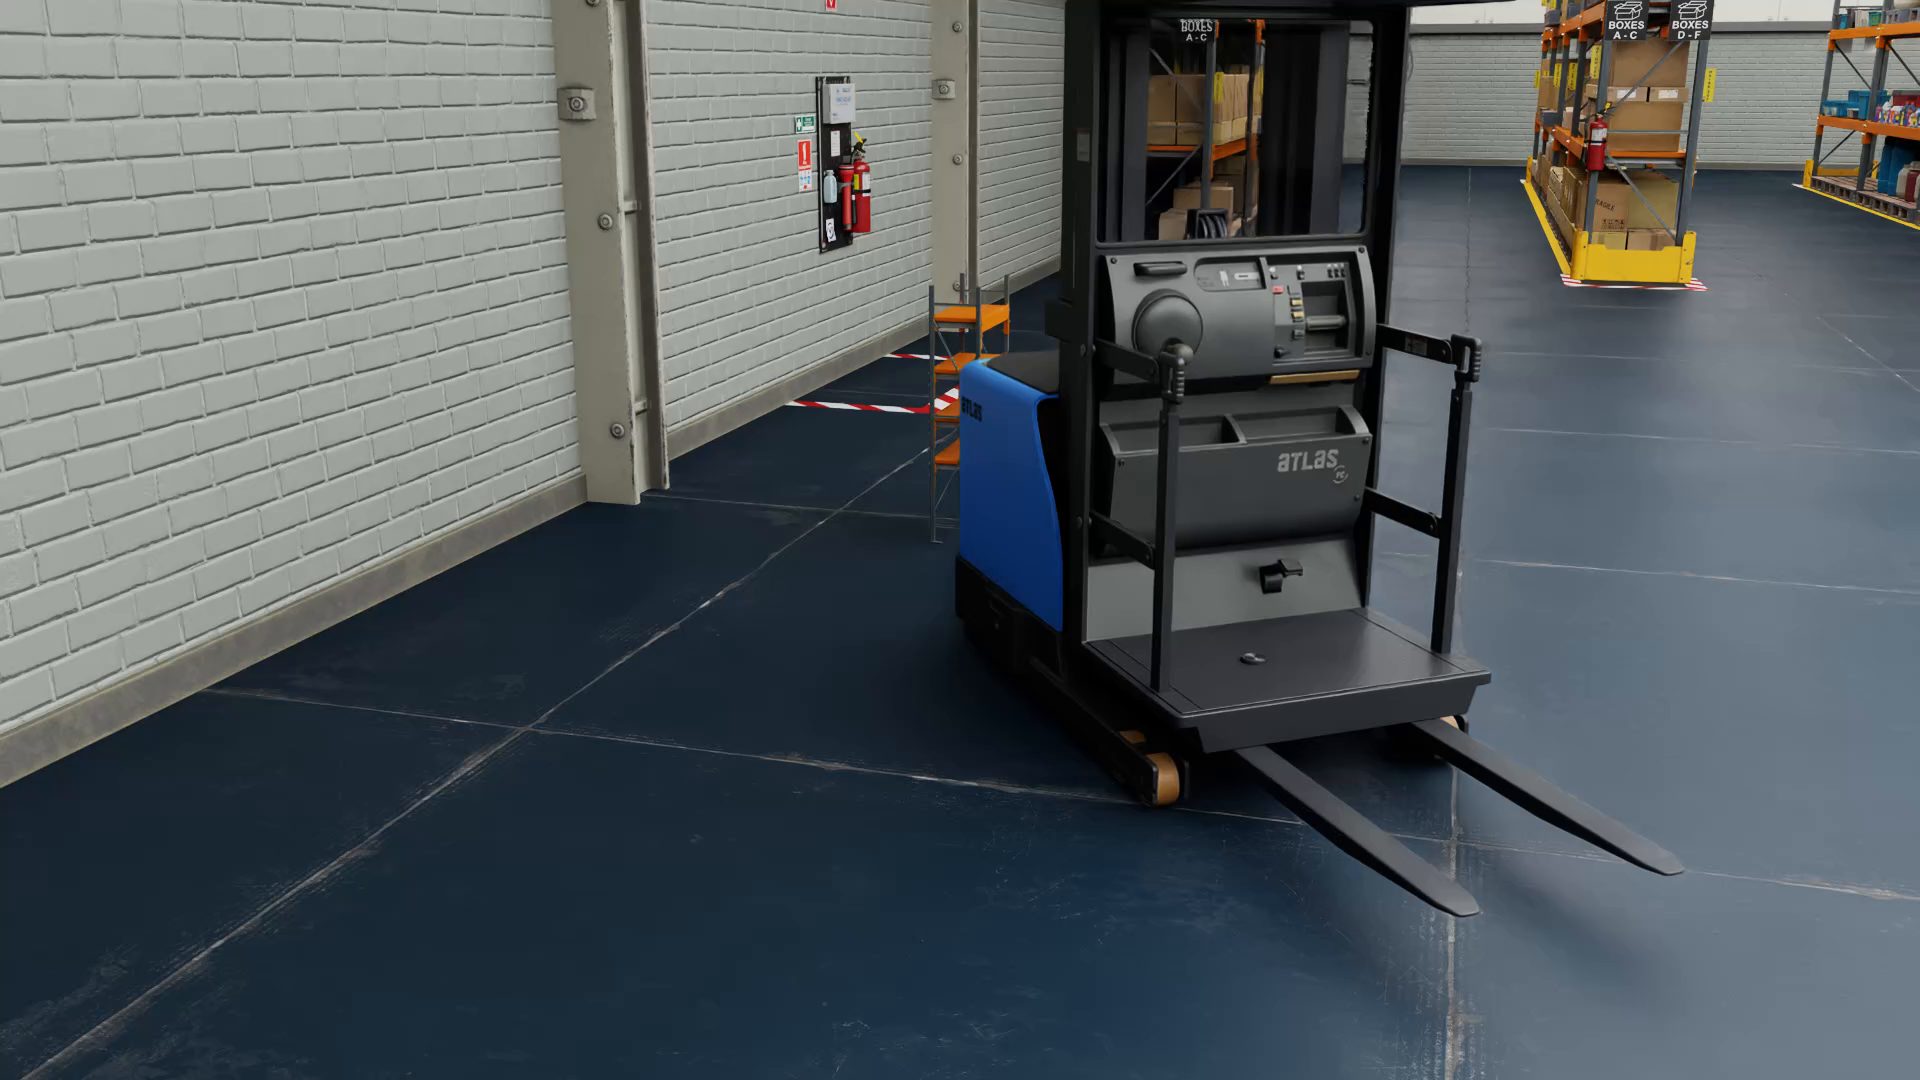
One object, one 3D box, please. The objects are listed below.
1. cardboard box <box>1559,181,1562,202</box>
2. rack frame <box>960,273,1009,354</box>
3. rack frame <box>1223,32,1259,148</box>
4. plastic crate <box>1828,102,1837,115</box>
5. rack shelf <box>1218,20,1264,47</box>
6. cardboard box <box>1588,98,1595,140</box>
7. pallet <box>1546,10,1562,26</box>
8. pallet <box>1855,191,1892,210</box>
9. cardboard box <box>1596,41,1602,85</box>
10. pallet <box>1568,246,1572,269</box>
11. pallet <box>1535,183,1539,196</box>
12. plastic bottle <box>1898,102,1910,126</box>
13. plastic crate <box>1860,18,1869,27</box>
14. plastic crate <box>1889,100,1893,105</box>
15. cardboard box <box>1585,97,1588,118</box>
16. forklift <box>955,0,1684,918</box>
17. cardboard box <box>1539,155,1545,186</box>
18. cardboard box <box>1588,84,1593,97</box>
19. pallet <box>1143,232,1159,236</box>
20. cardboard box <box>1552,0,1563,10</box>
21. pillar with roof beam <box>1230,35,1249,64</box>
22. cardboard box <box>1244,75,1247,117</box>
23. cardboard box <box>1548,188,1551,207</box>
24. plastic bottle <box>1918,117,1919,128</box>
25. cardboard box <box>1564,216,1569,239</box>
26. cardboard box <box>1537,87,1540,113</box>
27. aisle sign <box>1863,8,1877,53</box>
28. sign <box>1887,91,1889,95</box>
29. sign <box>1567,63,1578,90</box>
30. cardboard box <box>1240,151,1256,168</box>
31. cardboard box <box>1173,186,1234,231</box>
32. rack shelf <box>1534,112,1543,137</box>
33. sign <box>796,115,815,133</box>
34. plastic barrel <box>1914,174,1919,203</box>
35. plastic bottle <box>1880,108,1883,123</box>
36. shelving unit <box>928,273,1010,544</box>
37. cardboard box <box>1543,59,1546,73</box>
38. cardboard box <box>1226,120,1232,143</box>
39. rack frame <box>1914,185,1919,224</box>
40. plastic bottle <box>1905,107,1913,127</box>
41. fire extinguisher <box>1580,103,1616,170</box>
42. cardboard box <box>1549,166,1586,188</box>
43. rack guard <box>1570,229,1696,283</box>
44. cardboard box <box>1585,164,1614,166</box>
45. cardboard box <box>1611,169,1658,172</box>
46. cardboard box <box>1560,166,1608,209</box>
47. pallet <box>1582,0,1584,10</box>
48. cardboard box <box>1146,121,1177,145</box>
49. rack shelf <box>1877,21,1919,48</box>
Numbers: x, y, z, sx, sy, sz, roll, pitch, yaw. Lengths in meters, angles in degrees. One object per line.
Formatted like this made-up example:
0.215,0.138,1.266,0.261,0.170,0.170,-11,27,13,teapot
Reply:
8.027,-4.515,21.492,0.500,0.311,0.500,5,16,16,cardboard box
0.116,-0.684,8.043,0.240,1.200,0.015,5,16,16,rack frame
4.573,-6.667,25.839,1.000,3.000,0.127,5,16,16,rack frame
15.772,-7.729,29.779,0.416,0.233,0.300,5,16,16,plastic crate
4.004,-7.241,23.683,1.077,0.370,4.000,5,16,16,rack shelf
7.923,-5.031,19.886,0.700,0.500,0.500,4,16,15,cardboard box
9.915,-8.247,26.254,1.213,0.211,1.003,5,16,16,pallet
14.949,-5.406,26.500,1.003,0.211,1.213,5,16,16,pallet
7.781,-5.530,19.269,0.700,0.500,0.500,5,16,16,cardboard box
7.227,-3.053,18.207,1.003,0.211,1.213,5,16,16,pallet
10.656,-6.169,29.192,1.003,0.211,1.213,5,16,16,pallet
14.277,-6.435,25.110,0.144,0.351,0.185,5,16,16,plastic bottle
15.204,-8.624,27.724,0.293,0.136,0.466,5,16,16,plastic crate
15.818,-7.303,28.186,0.437,0.282,0.530,5,16,16,plastic crate
8.712,-5.754,22.437,0.500,0.500,0.500,5,16,16,cardboard box
0.966,-0.733,5.041,1.130,2.935,3.031,-6,17,-19,forklift
10.089,-6.232,28.079,0.500,0.500,0.500,4,16,13,cardboard box
7.781,-5.409,20.032,0.380,0.149,0.250,4,16,14,cardboard box
2.585,-3.463,19.650,1.003,0.211,1.213,5,16,16,pallet
10.338,-9.090,28.244,0.500,0.250,0.500,5,16,16,cardboard box
9.206,-10.516,28.415,9.100,9.000,0.400,5,16,16,pillar with roof beam
3.308,-5.510,20.621,0.500,0.500,0.500,4,16,14,cardboard box
8.751,-4.918,23.939,0.500,0.250,0.500,4,16,14,cardboard box
13.921,-6.057,24.052,0.097,0.201,0.097,0,16,0,plastic bottle
7.333,-3.627,19.389,0.500,0.250,0.500,5,16,16,cardboard box
11.218,-8.330,31.516,0.500,0.500,0.500,5,17,17,cardboard box
16.646,-9.239,30.141,0.394,0.787,0.004,5,16,16,aisle sign
16.877,-8.032,30.352,0.100,0.325,0.005,5,16,16,sign
7.663,-5.796,20.791,0.100,0.325,0.005,5,16,16,sign
4.054,-5.566,24.355,0.500,0.250,0.500,5,16,16,cardboard box
3.000,-4.095,20.544,0.700,0.500,0.500,4,16,12,cardboard box
11.028,-7.508,30.121,1.077,0.370,4.000,5,16,16,rack shelf
-1.021,-2.747,10.982,0.001,0.109,0.331,5,16,16,sign
14.269,-5.188,24.414,0.421,0.512,0.421,0,16,0,plastic barrel
14.614,-6.729,26.292,0.097,0.271,0.097,0,16,0,plastic bottle
0.047,-0.621,7.818,0.258,1.200,0.503,5,16,16,shelving unit
10.786,-8.410,29.967,0.500,0.500,0.500,4,16,15,cardboard box
2.876,-4.752,19.324,0.500,0.250,0.500,4,16,14,cardboard box
14.071,-5.899,23.131,1.000,3.000,0.127,5,16,16,rack frame
14.102,-6.281,24.690,0.061,0.283,0.133,5,16,16,plastic bottle
6.571,-4.159,17.138,0.296,0.674,0.183,5,16,16,fire extinguisher
8.893,-5.319,24.327,0.500,0.311,0.500,5,17,18,cardboard box
7.043,-2.982,17.428,1.175,0.500,0.348,5,16,16,rack guard
9.870,-5.528,25.595,0.500,0.500,0.500,4,16,14,cardboard box
8.111,-4.210,20.069,0.500,0.500,0.500,5,16,16,cardboard box
7.754,-4.381,20.672,0.500,0.500,0.500,5,16,16,cardboard box
8.425,-6.821,21.233,0.805,0.209,1.217,4,16,14,pallet
2.246,-4.649,18.962,0.500,0.250,0.500,5,17,17,cardboard box
14.639,-7.519,24.664,1.077,0.370,4.000,5,16,16,rack shelf
